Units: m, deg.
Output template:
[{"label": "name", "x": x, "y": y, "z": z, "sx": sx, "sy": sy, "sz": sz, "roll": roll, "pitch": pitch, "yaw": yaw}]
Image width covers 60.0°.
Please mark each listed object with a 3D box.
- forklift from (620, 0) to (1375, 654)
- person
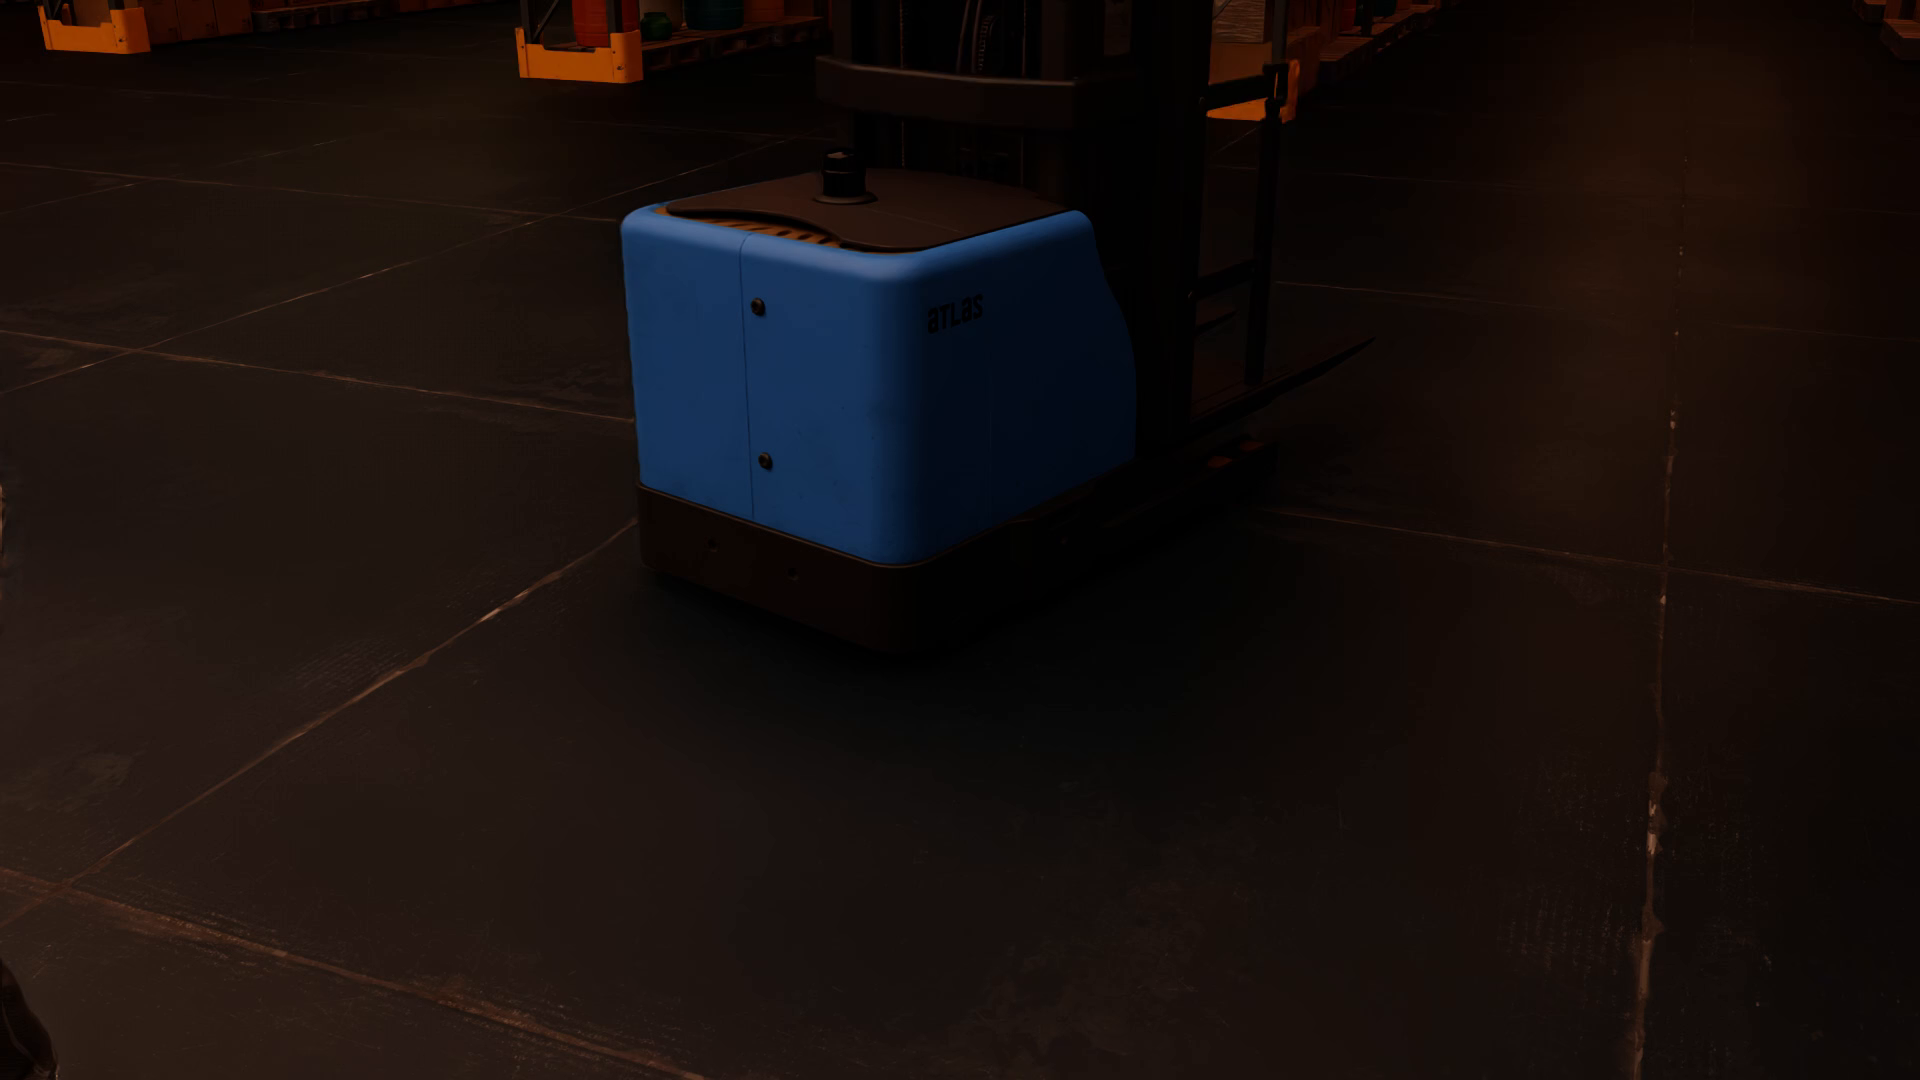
[{"label": "forklift", "x": 0.395, "y": -1.562, "z": 5.031, "sx": 1.130, "sy": 2.935, "sz": 3.031, "roll": 17, "pitch": 28, "yaw": 35}, {"label": "person", "x": -1.668, "y": 0.265, "z": 2.263, "sx": 0.955, "sy": 1.799, "sz": 0.580, "roll": 3, "pitch": 23, "yaw": 8}]
